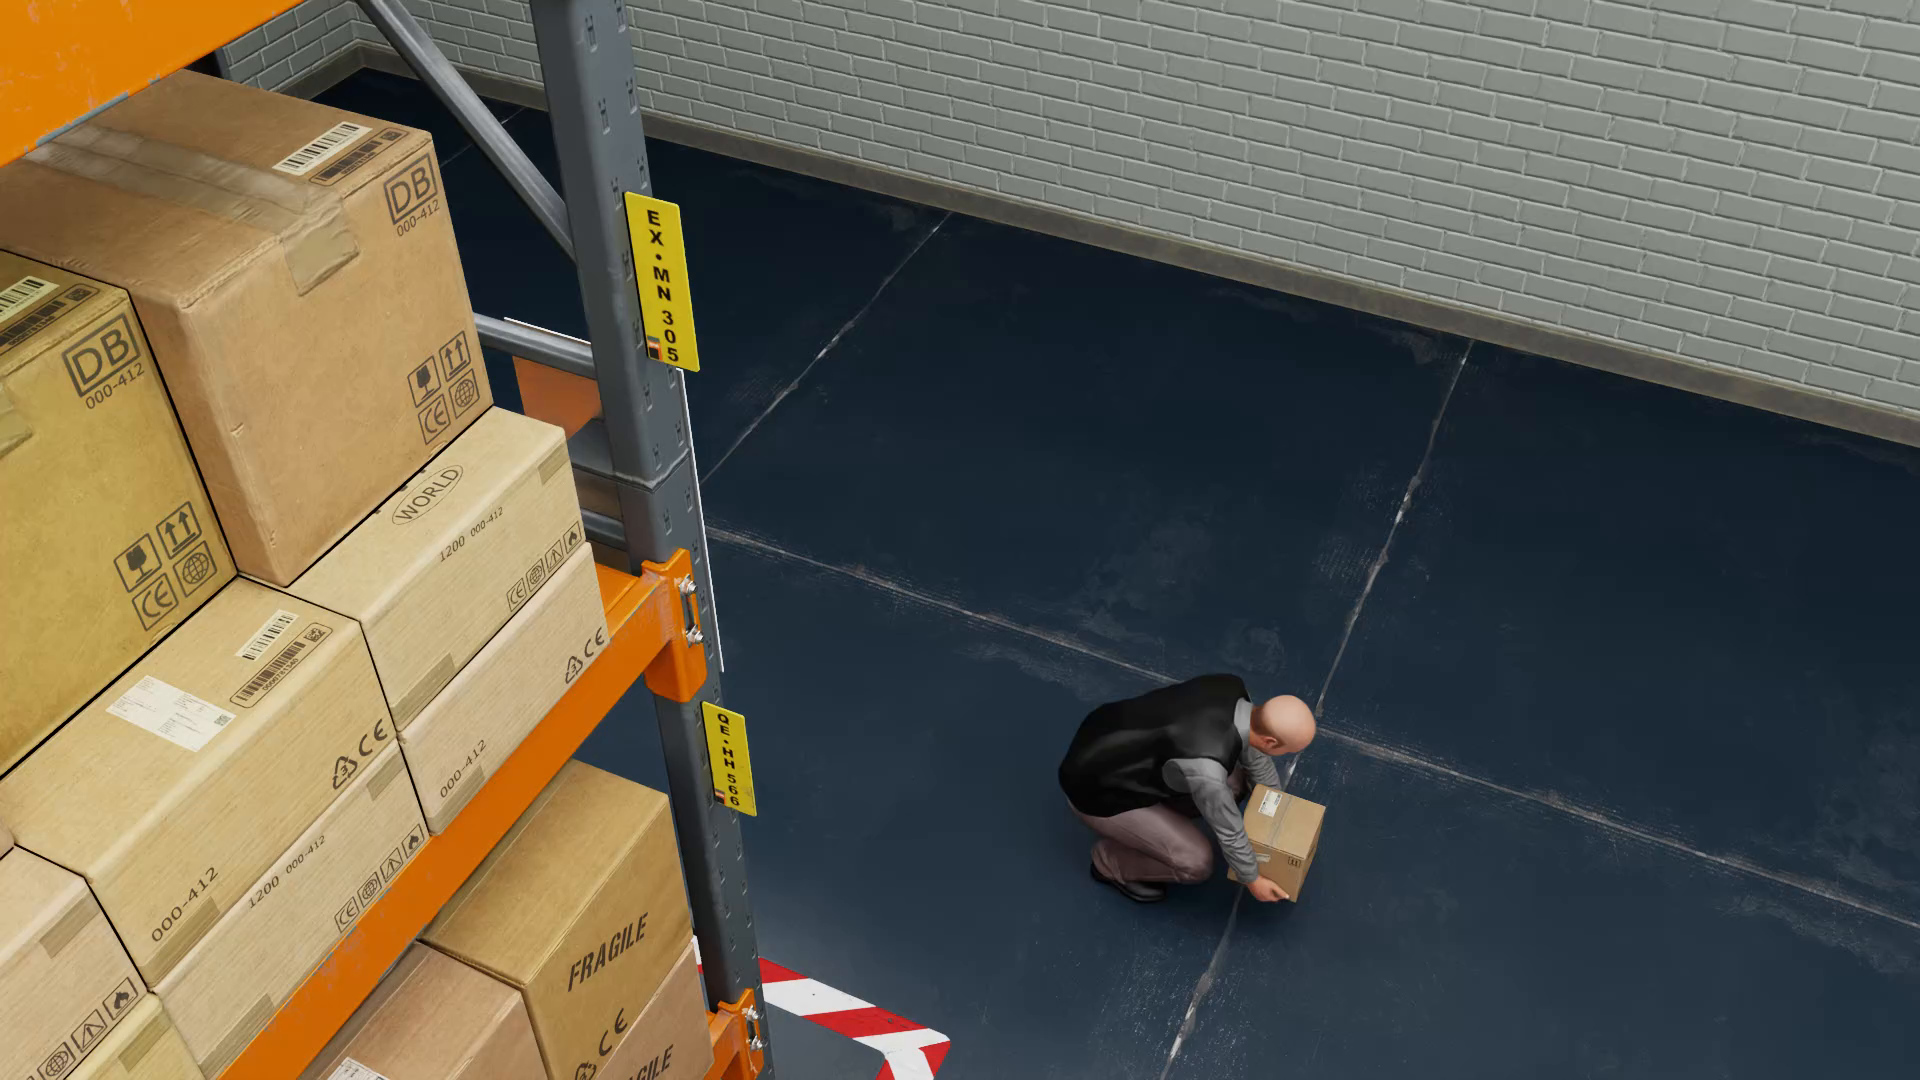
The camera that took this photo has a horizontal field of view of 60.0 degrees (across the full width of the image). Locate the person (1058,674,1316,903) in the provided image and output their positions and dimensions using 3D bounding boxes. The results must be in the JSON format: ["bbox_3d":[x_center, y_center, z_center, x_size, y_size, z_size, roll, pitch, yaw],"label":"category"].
[{"bbox_3d":[0.799,0.845,5.806,0.879,0.970,0.517,16,44,18],"label":"person"}]
